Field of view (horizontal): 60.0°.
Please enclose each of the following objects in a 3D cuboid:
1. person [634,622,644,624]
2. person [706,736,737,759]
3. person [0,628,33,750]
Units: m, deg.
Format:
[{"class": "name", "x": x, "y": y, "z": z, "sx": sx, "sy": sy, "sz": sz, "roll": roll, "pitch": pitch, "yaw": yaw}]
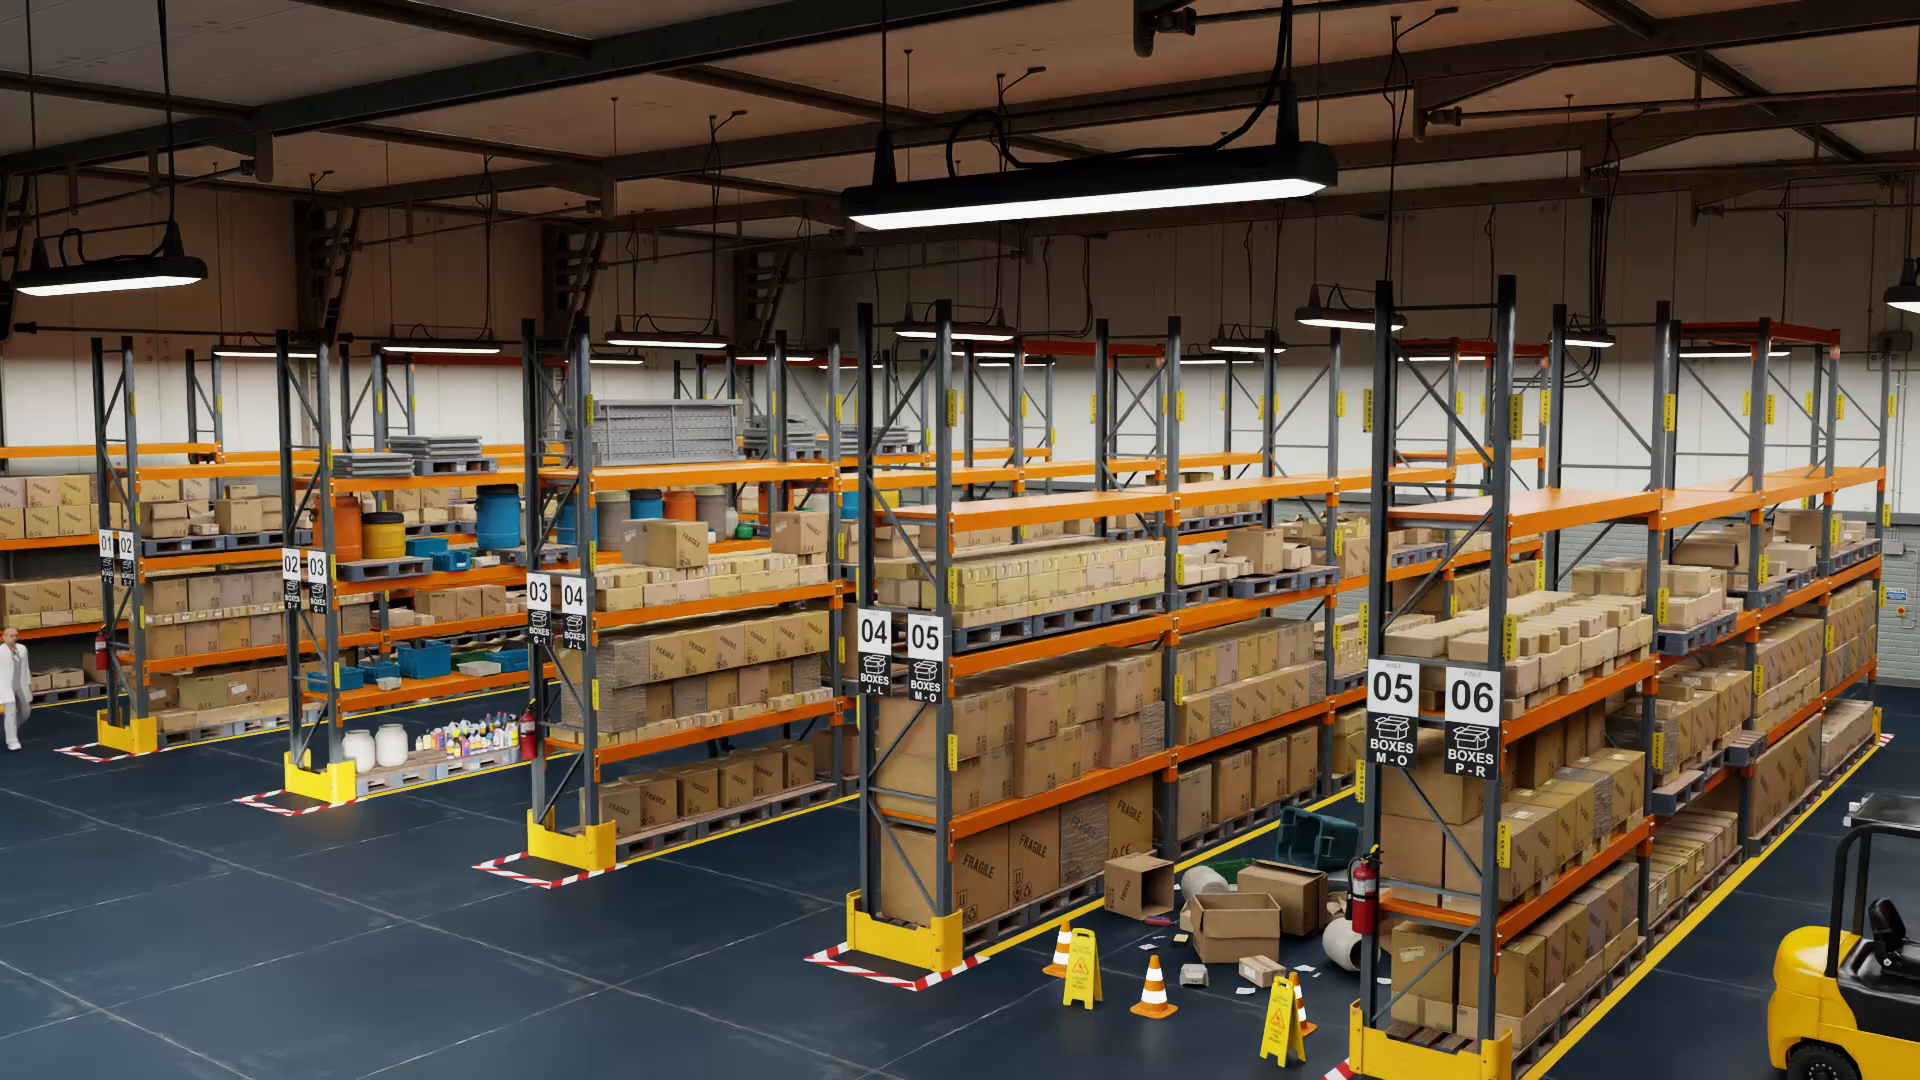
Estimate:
[{"class": "person", "x": -5.804, "y": 1.756, "z": 29.786, "sx": 0.571, "sy": 1.587, "sz": 1.058, "roll": 3, "pitch": 6, "yaw": 29}, {"class": "person", "x": -3.219, "y": 2.421, "z": 22.397, "sx": 0.450, "sy": 1.601, "sz": 0.562, "roll": 2, "pitch": 5, "yaw": 25}, {"class": "person", "x": -13.918, "y": 2.154, "z": 24.345, "sx": 0.833, "sy": 1.757, "sz": 0.574, "roll": 4, "pitch": 6, "yaw": 37}]
